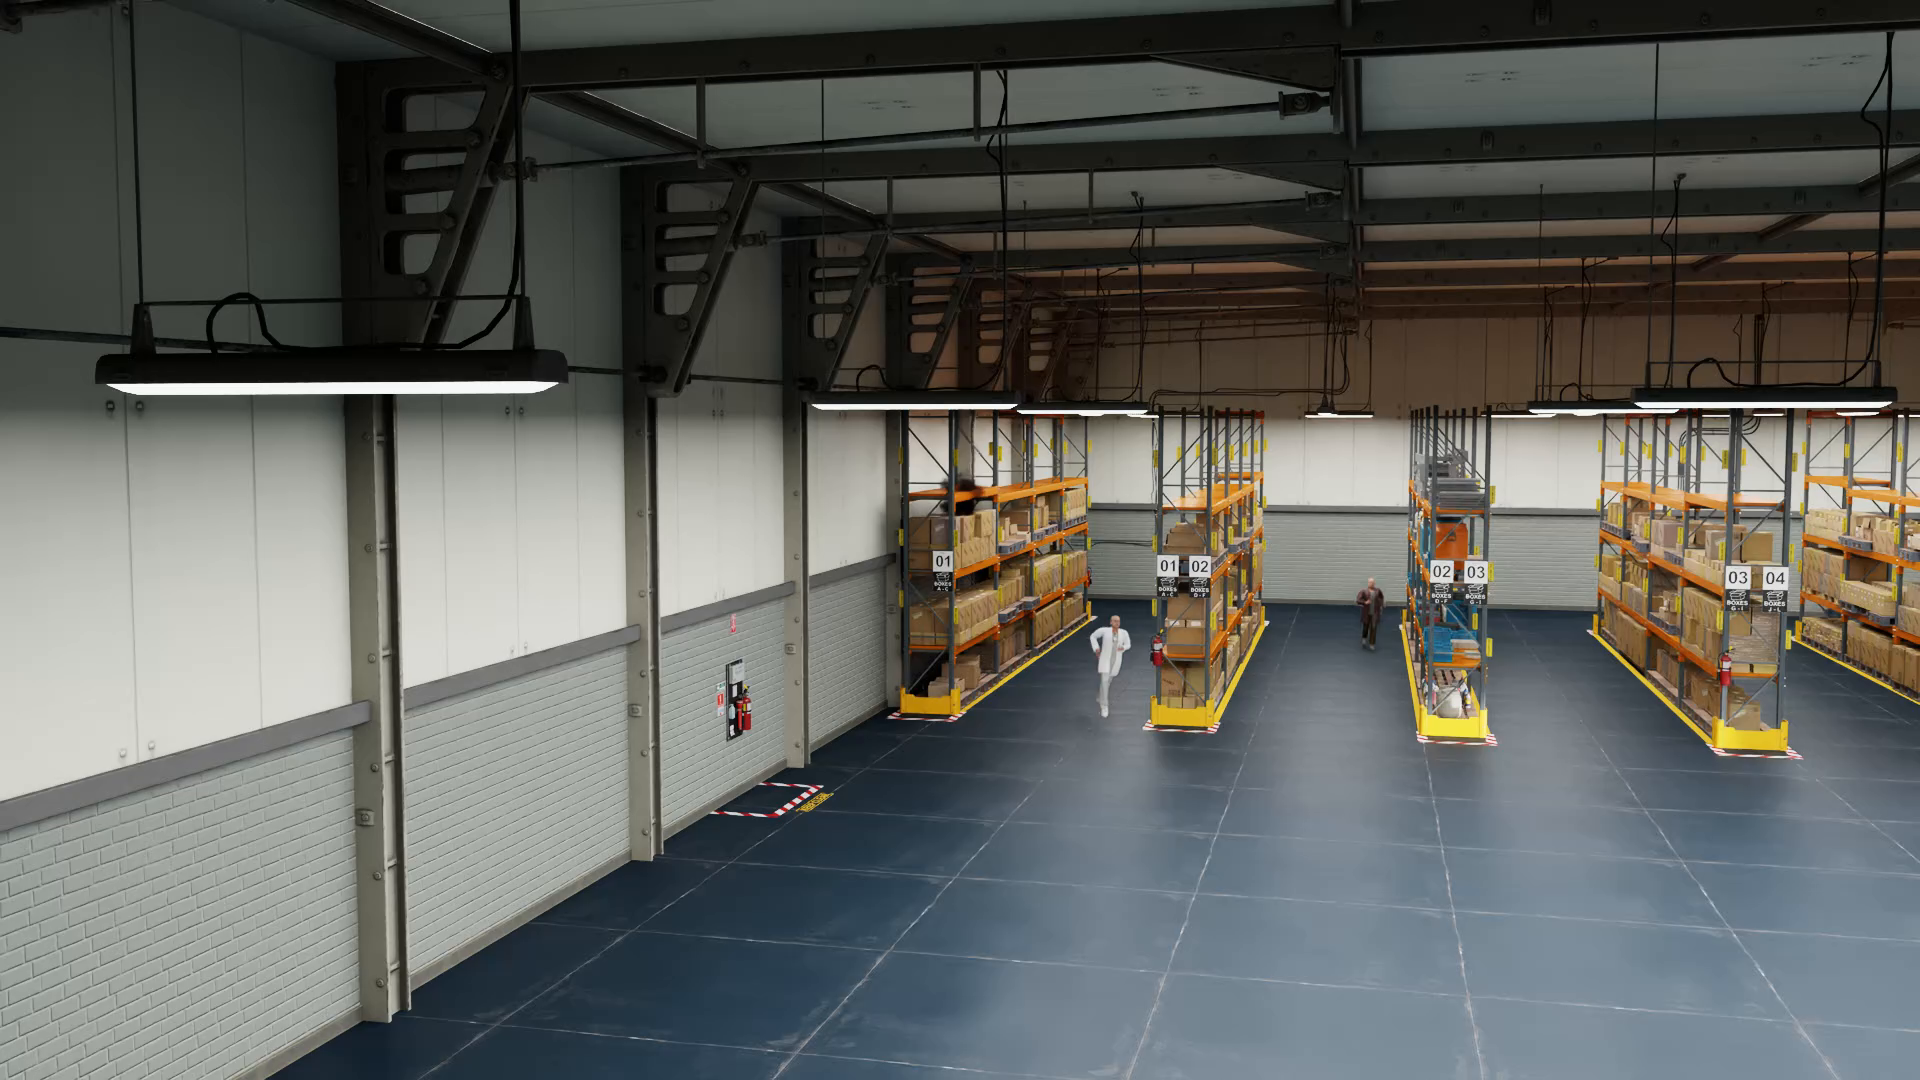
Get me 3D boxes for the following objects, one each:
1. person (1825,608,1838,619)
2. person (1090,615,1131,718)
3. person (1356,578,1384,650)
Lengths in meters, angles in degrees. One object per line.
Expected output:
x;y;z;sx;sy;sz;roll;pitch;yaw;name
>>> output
23.206;1.681;44.150;0.734;1.755;0.880;-3;5;-39;person
2.851;2.341;31.315;0.733;1.863;0.859;-1;4;-14;person
10.280;1.833;41.682;0.718;1.761;0.965;0;4;5;person
